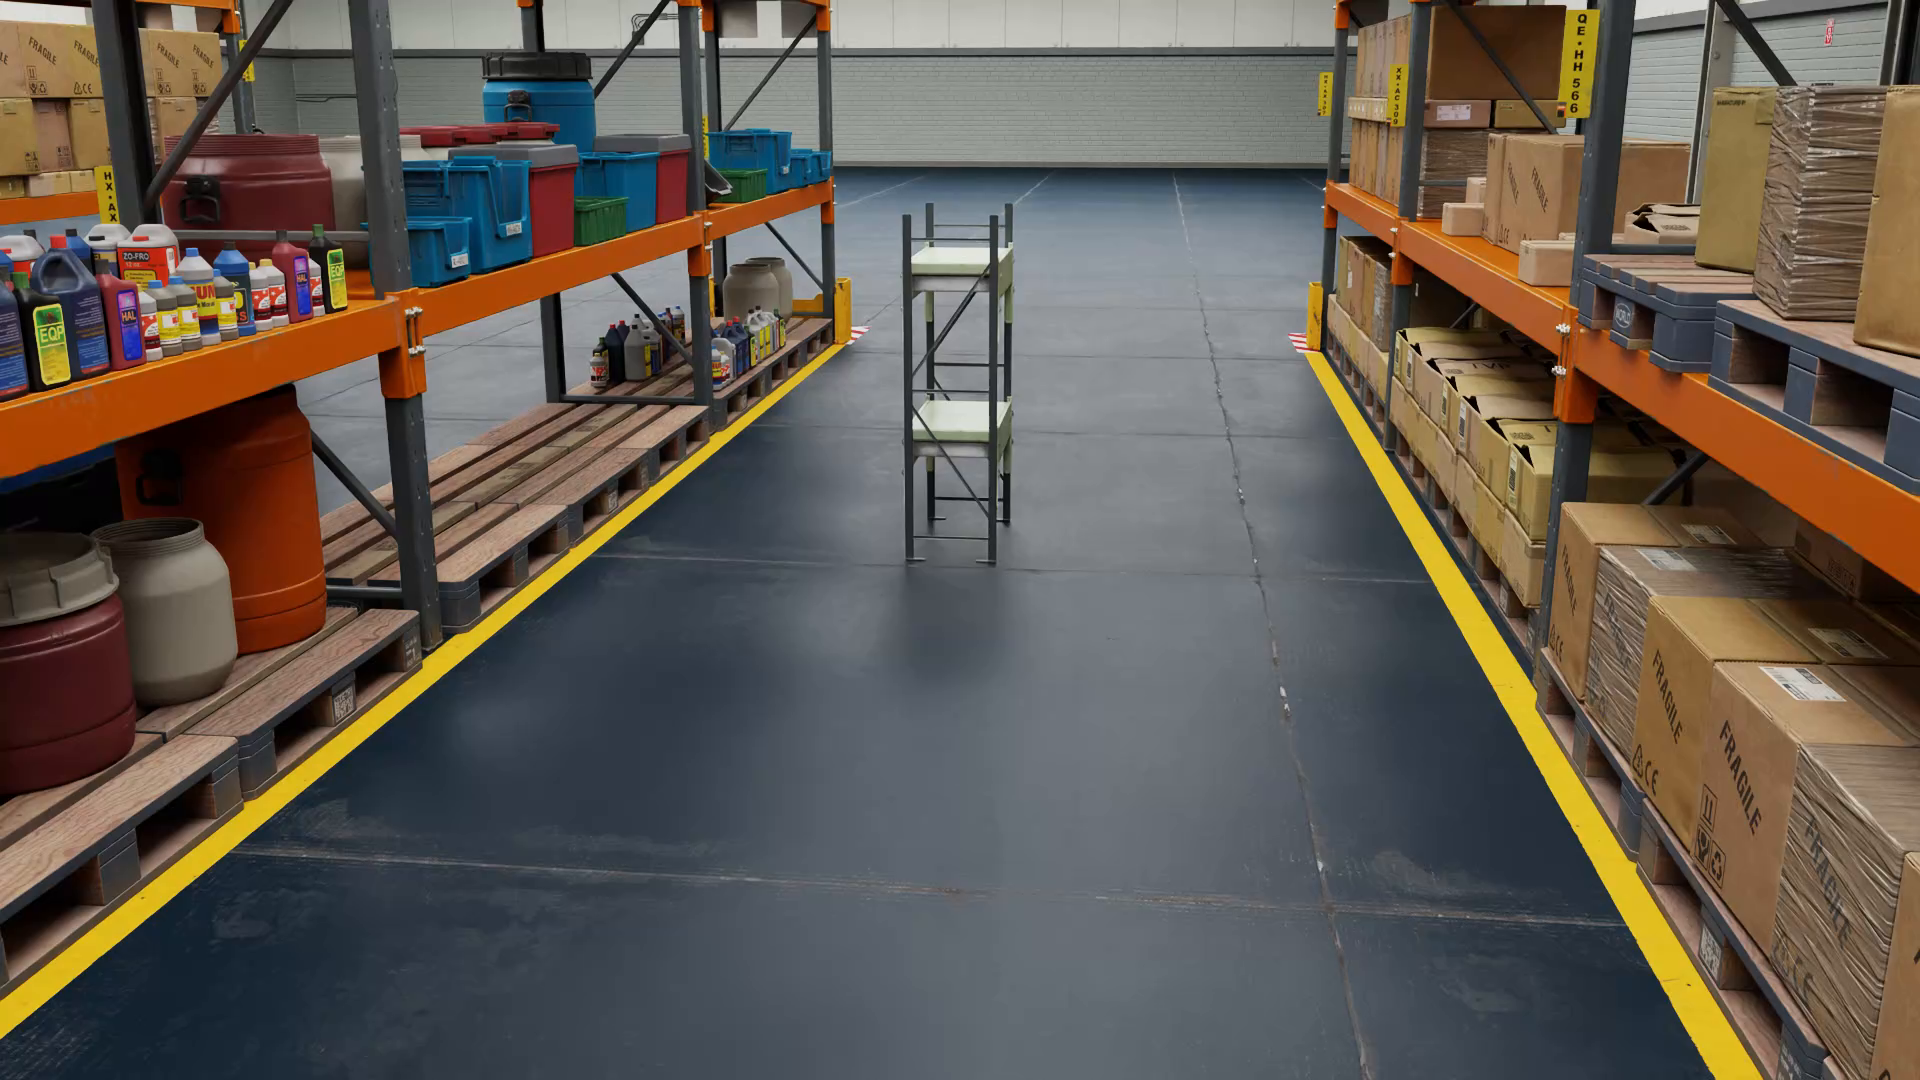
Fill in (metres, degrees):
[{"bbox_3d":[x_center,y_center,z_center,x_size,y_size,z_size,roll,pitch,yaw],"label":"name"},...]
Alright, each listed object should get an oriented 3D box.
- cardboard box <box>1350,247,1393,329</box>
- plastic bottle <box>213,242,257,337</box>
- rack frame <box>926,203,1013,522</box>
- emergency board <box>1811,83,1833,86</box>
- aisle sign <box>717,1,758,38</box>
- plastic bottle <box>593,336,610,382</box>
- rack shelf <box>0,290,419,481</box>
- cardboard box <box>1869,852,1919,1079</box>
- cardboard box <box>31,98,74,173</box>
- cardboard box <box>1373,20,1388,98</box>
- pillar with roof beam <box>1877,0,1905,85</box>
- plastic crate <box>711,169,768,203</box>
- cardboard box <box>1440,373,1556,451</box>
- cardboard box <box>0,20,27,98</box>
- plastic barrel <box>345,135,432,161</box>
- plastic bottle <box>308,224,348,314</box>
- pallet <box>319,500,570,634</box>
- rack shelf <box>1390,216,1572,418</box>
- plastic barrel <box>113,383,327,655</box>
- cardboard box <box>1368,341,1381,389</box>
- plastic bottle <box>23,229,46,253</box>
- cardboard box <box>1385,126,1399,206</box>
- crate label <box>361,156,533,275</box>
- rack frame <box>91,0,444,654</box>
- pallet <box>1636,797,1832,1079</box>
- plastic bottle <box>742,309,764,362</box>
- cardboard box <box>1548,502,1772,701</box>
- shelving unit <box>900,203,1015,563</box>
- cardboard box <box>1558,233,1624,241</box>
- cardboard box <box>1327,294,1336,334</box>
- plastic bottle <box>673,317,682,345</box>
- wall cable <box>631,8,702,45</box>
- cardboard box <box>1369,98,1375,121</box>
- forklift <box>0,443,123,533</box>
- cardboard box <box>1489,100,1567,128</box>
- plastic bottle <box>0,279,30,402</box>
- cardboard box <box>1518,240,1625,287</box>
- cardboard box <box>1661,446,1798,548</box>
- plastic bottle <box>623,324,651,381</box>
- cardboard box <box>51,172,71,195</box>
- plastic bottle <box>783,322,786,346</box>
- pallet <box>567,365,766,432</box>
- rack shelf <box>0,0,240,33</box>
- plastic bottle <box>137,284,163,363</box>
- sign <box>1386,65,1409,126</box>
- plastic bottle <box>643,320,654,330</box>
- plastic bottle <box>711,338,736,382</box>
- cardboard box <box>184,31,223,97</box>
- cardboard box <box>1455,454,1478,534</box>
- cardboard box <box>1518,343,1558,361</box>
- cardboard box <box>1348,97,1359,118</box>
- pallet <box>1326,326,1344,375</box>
[{"bbox_3d":[2.933,-1.703,11.241,0.500,0.500,0.500,2,15,6],"label":"cardboard box"},{"bbox_3d":[-2.139,-0.740,4.899,0.097,0.271,0.097,0,15,0],"label":"plastic bottle"},{"bbox_3d":[0.042,-0.821,7.824,0.400,1.500,0.023,2,15,6],"label":"rack frame"},{"bbox_3d":[10.083,-4.831,19.783,0.194,1.169,0.643,2,15,6],"label":"emergency board"},{"bbox_3d":[-1.818,-4.416,13.268,0.394,0.787,0.004,2,15,6],"label":"aisle sign"},{"bbox_3d":[-2.260,-1.132,10.464,0.061,0.283,0.133,2,15,9],"label":"plastic bottle"},{"bbox_3d":[-2.664,-0.193,4.009,1.077,0.370,4.000,2,15,6],"label":"rack shelf"},{"bbox_3d":[1.867,0.855,2.700,0.500,0.500,0.500,2,15,6],"label":"cardboard box"},{"bbox_3d":[-6.748,-2.811,11.548,0.875,0.500,0.500,2,15,6],"label":"cardboard box"},{"bbox_3d":[3.205,-3.260,11.295,0.700,0.500,0.500,2,15,6],"label":"cardboard box"},{"bbox_3d":[5.489,-7.214,17.102,9.100,9.000,0.400,2,15,6],"label":"pillar with roof beam"},{"bbox_3d":[-1.553,-2.338,10.969,0.450,0.188,0.662,2,15,6],"label":"plastic crate"},{"bbox_3d":[2.468,-0.597,7.513,0.500,0.311,0.500,2,15,8],"label":"cardboard box"},{"bbox_3d":[-6.550,-3.156,10.910,0.500,0.500,0.500,2,15,6],"label":"cardboard box"},{"bbox_3d":[-2.487,-1.496,7.232,0.421,0.512,0.421,0,15,0],"label":"plastic barrel"},{"bbox_3d":[-2.060,-0.885,5.414,0.061,0.283,0.133,2,15,6],"label":"plastic bottle"},{"bbox_3d":[-2.312,0.087,6.936,1.003,0.211,1.213,2,15,6],"label":"pallet"},{"bbox_3d":[2.709,-1.084,7.302,1.077,0.370,4.000,2,15,6],"label":"rack shelf"},{"bbox_3d":[-2.476,-0.087,5.590,0.600,0.830,0.708,2,15,6],"label":"plastic barrel"},{"bbox_3d":[2.836,-1.081,10.378,0.500,0.250,0.500,2,15,6],"label":"cardboard box"},{"bbox_3d":[-2.890,-0.816,5.158,0.061,0.283,0.133,2,15,6],"label":"plastic bottle"},{"bbox_3d":[3.092,-2.380,10.527,0.700,0.500,0.500,2,15,7],"label":"cardboard box"},{"bbox_3d":[-2.057,-1.326,6.752,0.502,0.435,0.616,2,15,6],"label":"crate label"},{"bbox_3d":[-2.438,-1.059,5.833,1.000,3.000,0.127,2,15,6],"label":"rack frame"},{"bbox_3d":[2.221,0.942,3.775,1.003,0.211,1.213,2,15,6],"label":"pallet"},{"bbox_3d":[-1.414,-1.387,11.276,0.144,0.351,0.185,2,15,6],"label":"plastic bottle"},{"bbox_3d":[2.148,0.192,5.153,0.500,0.500,0.500,2,15,9],"label":"cardboard box"},{"bbox_3d":[0.001,-0.726,7.473,0.431,1.500,0.755,2,15,6],"label":"shelving unit"},{"bbox_3d":[2.571,-1.124,6.552,0.380,0.149,0.250,3,15,10],"label":"cardboard box"},{"bbox_3d":[3.105,-1.730,12.777,0.500,0.250,0.500,2,15,6],"label":"cardboard box"},{"bbox_3d":[-2.061,-1.508,12.010,0.097,0.201,0.097,0,15,0],"label":"plastic bottle"},{"bbox_3d":[-7.747,-16.323,44.273,2.305,6.003,0.169,2,15,6],"label":"wall cable"},{"bbox_3d":[2.985,-2.919,11.277,0.380,0.149,0.250,2,15,6],"label":"cardboard box"},{"bbox_3d":[-4.715,-1.210,6.523,1.130,2.935,3.031,2,15,7],"label":"forklift"},{"bbox_3d":[3.158,-2.375,9.265,0.380,0.149,0.250,2,15,6],"label":"cardboard box"},{"bbox_3d":[-2.284,-0.499,3.855,0.144,0.351,0.185,2,15,6],"label":"plastic bottle"},{"bbox_3d":[2.310,-1.033,6.215,0.380,0.149,0.250,2,15,6],"label":"cardboard box"},{"bbox_3d":[2.834,-0.186,5.991,0.500,0.311,0.500,2,15,8],"label":"cardboard box"},{"bbox_3d":[-2.057,-1.202,10.591,0.144,0.351,0.185,2,15,6],"label":"plastic bottle"},{"bbox_3d":[-6.468,-2.493,11.617,0.380,0.149,0.250,2,15,6],"label":"cardboard box"},{"bbox_3d":[-1.307,-1.506,12.005,0.097,0.201,0.097,0,15,0],"label":"plastic bottle"},{"bbox_3d":[-1.869,-0.924,10.673,1.003,0.211,1.213,2,15,6],"label":"pallet"},{"bbox_3d":[-6.682,-3.862,11.830,1.077,0.370,4.000,2,15,6],"label":"rack shelf"},{"bbox_3d":[-2.194,-0.580,4.441,0.097,0.201,0.097,0,15,0],"label":"plastic bottle"},{"bbox_3d":[2.383,-2.422,9.062,0.100,0.325,0.005,2,15,6],"label":"sign"},{"bbox_3d":[-2.120,-1.345,11.266,0.152,0.276,0.135,2,15,7],"label":"plastic bottle"},{"bbox_3d":[-1.506,-1.149,10.539,0.152,0.276,0.135,2,15,8],"label":"plastic bottle"},{"bbox_3d":[-6.273,-3.805,13.309,0.500,0.500,0.500,2,15,6],"label":"cardboard box"},{"bbox_3d":[2.415,-0.196,7.102,0.500,0.250,0.500,2,15,8],"label":"cardboard box"},{"bbox_3d":[3.121,-0.847,8.438,0.500,0.311,0.500,2,15,8],"label":"cardboard box"},{"bbox_3d":[3.128,-3.253,12.513,0.380,0.149,0.250,2,15,6],"label":"cardboard box"},{"bbox_3d":[3.341,-1.442,12.589,1.003,0.211,1.213,2,15,6],"label":"pallet"}]
